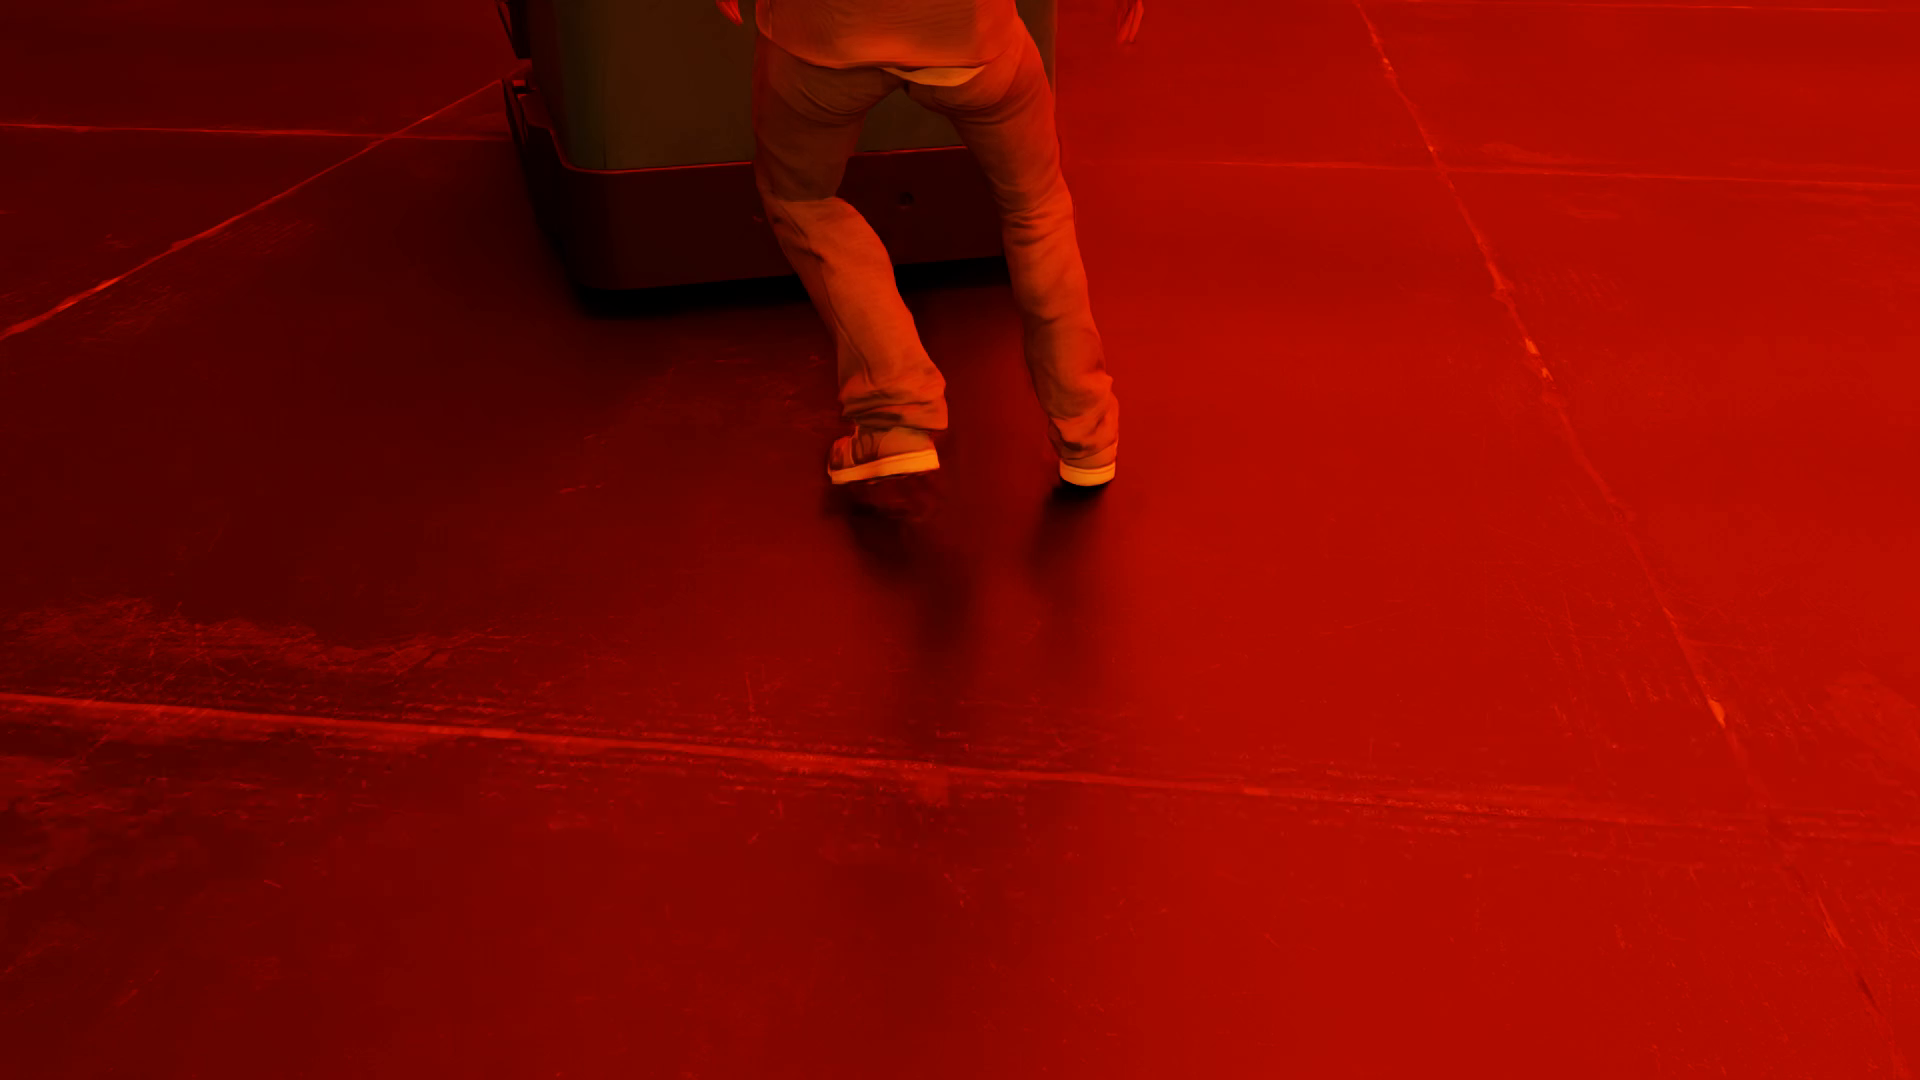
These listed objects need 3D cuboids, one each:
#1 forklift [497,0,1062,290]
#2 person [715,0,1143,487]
[{"bbox_3d":[-0.704,-2.452,4.131,1.130,2.935,3.031,-8,28,-15],"label":"forklift"},{"bbox_3d":[-0.018,-0.751,2.301,0.640,1.512,0.460,-4,27,-9],"label":"person"}]
